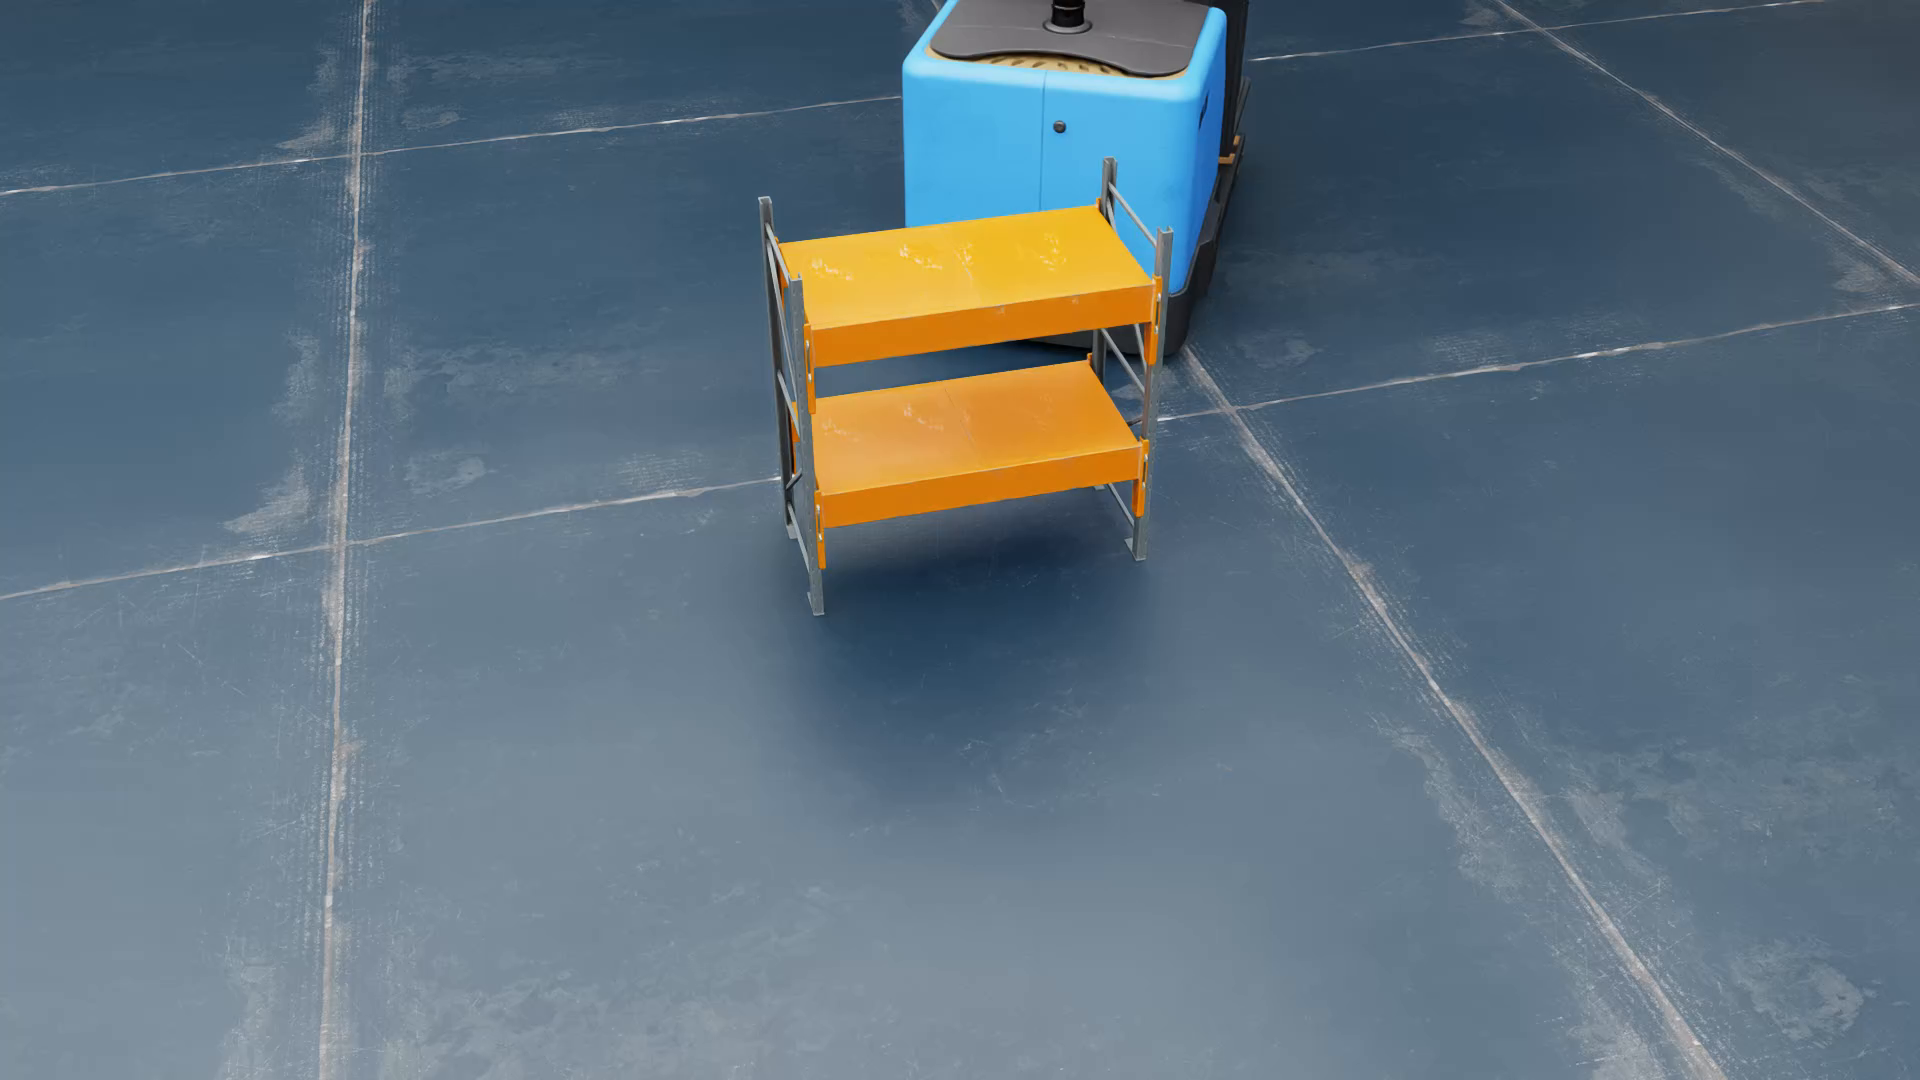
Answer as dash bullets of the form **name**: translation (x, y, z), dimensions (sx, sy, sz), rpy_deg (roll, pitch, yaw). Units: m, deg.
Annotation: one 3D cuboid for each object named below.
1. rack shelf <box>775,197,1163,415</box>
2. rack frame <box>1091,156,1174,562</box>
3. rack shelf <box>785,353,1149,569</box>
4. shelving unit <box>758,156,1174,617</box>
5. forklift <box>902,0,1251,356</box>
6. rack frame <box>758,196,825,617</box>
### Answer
- **rack shelf**: translation (0.007, -0.680, 4.732), dimensions (1.000, 0.278, 0.538), rpy_deg (-9, 38, -12)
- **rack frame**: translation (0.497, -0.528, 5.015), dimensions (0.032, 1.125, 0.500), rpy_deg (-9, 38, -12)
- **rack shelf**: translation (0.007, -0.254, 5.058), dimensions (1.000, 0.278, 0.538), rpy_deg (-9, 38, -12)
- **shelving unit**: translation (0.007, -0.448, 4.910), dimensions (1.048, 1.125, 0.538), rpy_deg (-9, 38, -12)
- **forklift**: translation (0.643, -2.724, 6.399), dimensions (1.130, 2.935, 3.031), rpy_deg (9, 38, 11)
- **rack frame**: translation (-0.484, -0.367, 4.804), dimensions (0.032, 1.125, 0.500), rpy_deg (-9, 38, -12)
